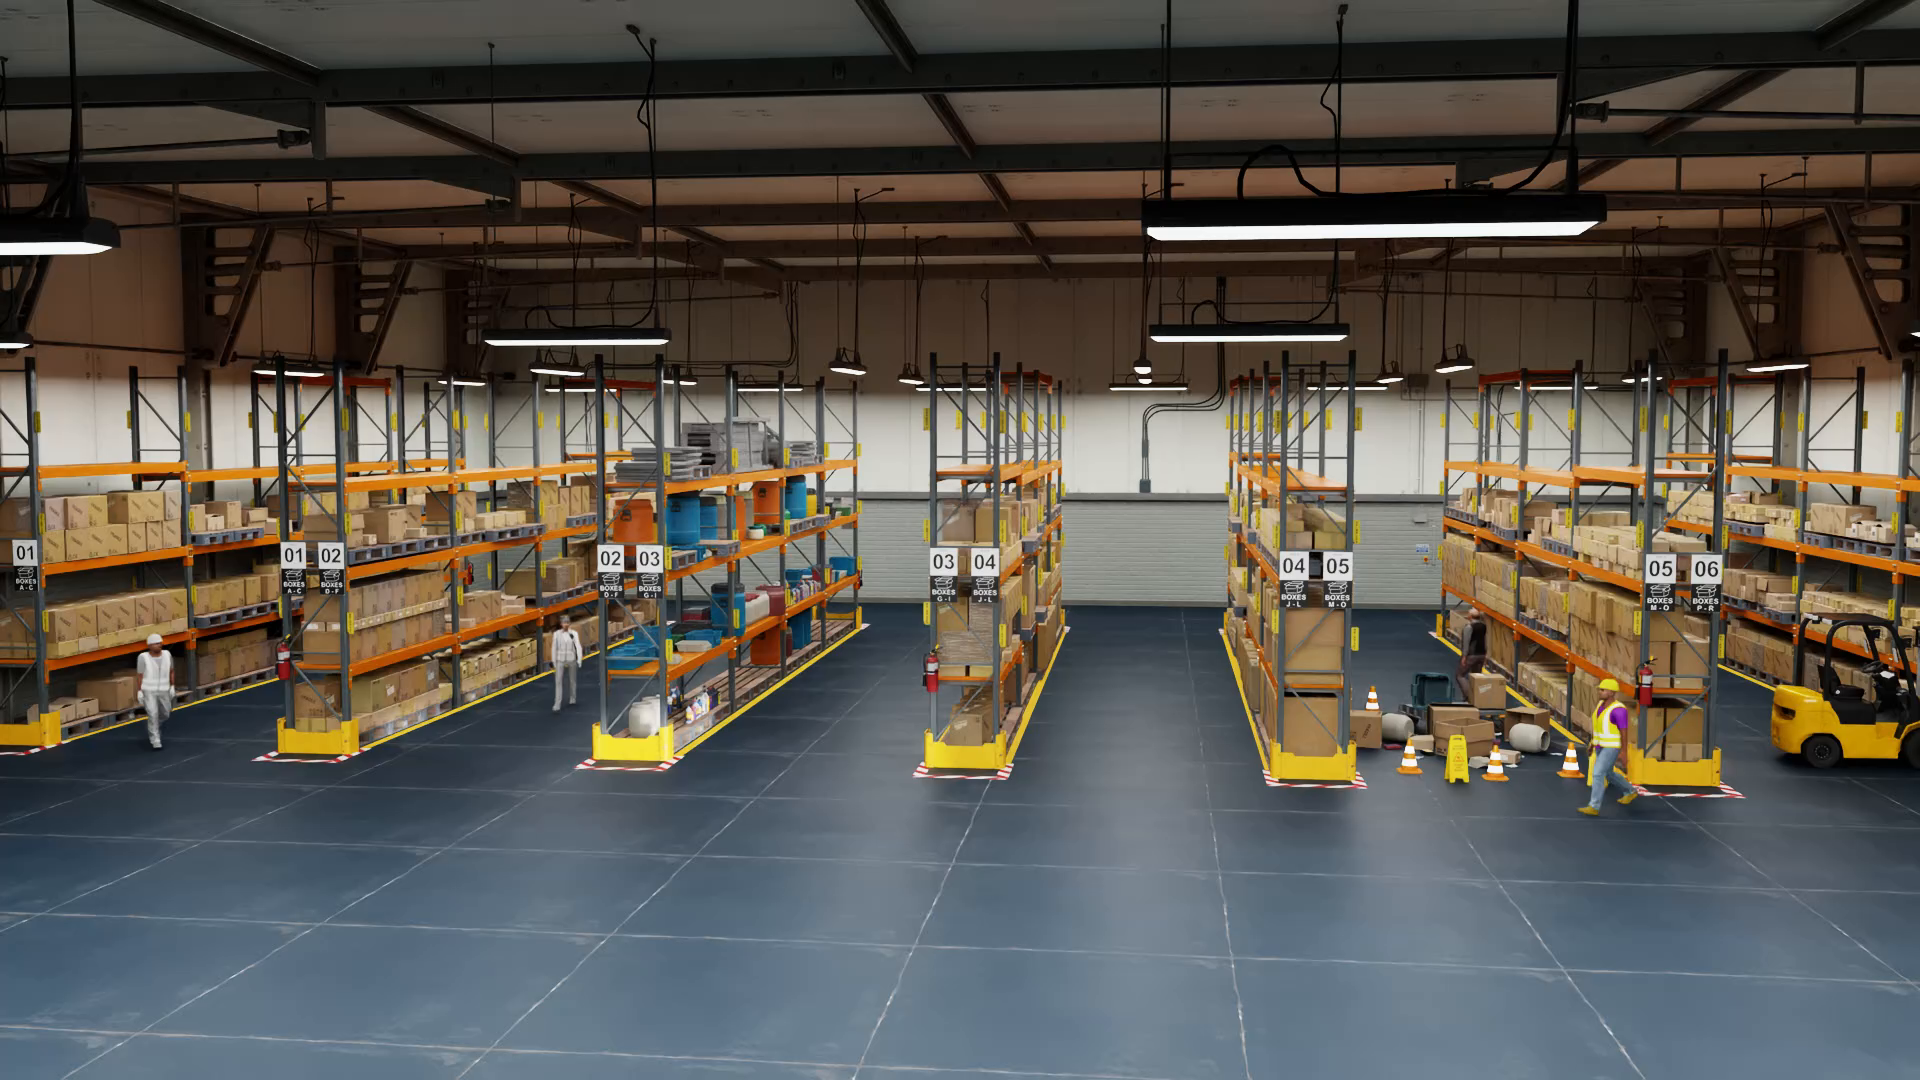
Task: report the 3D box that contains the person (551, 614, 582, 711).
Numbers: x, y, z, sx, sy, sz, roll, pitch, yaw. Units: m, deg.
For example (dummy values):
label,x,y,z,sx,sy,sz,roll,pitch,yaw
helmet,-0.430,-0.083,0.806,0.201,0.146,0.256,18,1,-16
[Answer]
label,x,y,z,sx,sy,sz,roll,pitch,yaw
person,-6.866,2.103,29.001,0.556,1.624,1.007,0,4,-6

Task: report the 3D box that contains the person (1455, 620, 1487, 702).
label,x,y,z,sx,sy,sz,roll,pitch,yaw
person,9.051,2.170,29.351,0.569,1.543,0.397,-2,4,-26

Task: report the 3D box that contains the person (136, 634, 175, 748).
label,x,y,z,sx,sy,sz,roll,pitch,yaw
person,-12.444,2.305,25.706,0.560,1.754,0.916,-4,5,-42

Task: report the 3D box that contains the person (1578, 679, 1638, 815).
label,x,y,z,sx,sy,sz,roll,pitch,yaw
person,8.314,2.632,21.254,1.019,1.728,0.573,-1,4,-17
